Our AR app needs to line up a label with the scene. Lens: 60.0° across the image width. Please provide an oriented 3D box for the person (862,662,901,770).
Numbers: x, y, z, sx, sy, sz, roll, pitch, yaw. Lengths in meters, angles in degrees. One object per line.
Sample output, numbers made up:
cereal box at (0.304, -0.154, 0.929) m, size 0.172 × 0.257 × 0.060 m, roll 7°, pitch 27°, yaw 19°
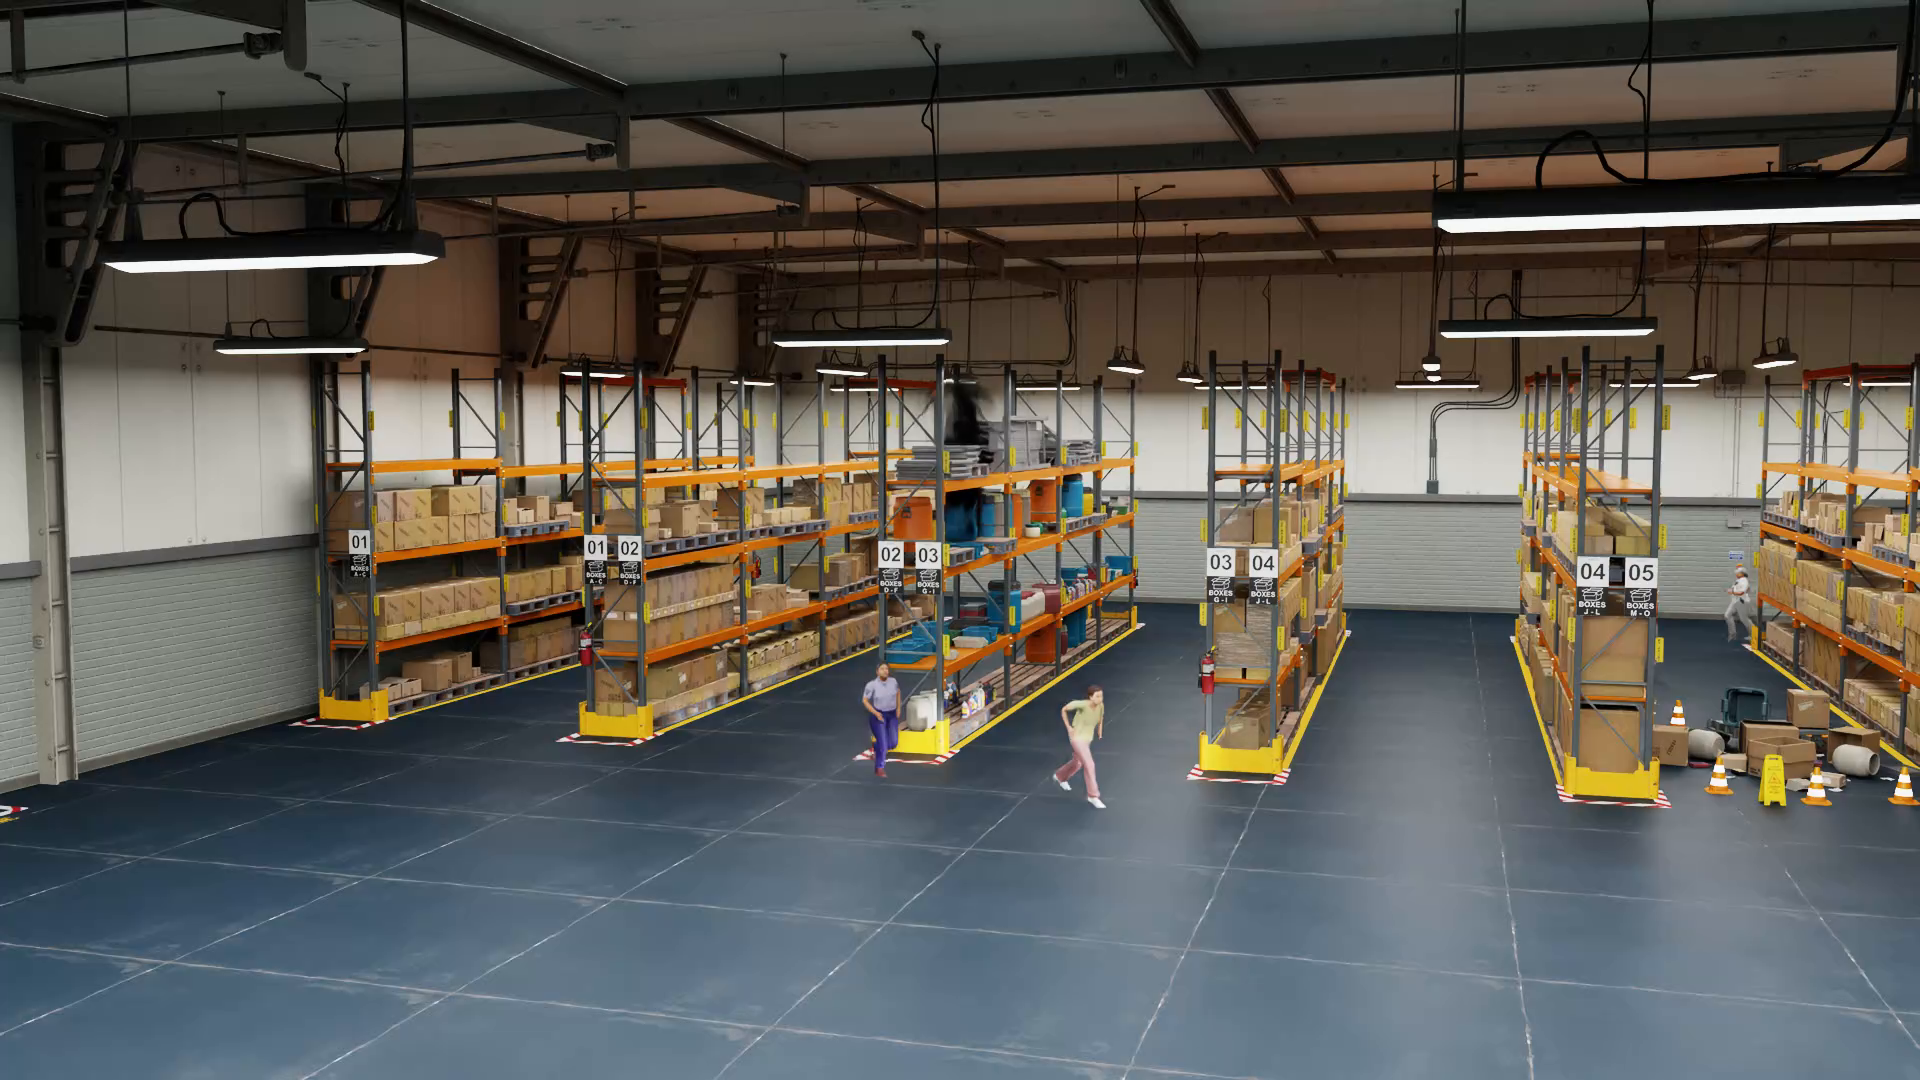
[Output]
person at (-1.090, 2.488, 23.569) m, size 0.634 × 1.539 × 0.575 m, roll -2°, pitch 5°, yaw -31°

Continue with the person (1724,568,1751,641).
person at (17.717, 1.486, 37.754) m, size 0.726 × 1.729 × 0.579 m, roll 1°, pitch 4°, yaw 9°

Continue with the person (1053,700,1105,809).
person at (1.561, 2.767, 21.859) m, size 0.561 × 1.421 × 1.003 m, roll -3°, pitch 5°, yaw -32°
